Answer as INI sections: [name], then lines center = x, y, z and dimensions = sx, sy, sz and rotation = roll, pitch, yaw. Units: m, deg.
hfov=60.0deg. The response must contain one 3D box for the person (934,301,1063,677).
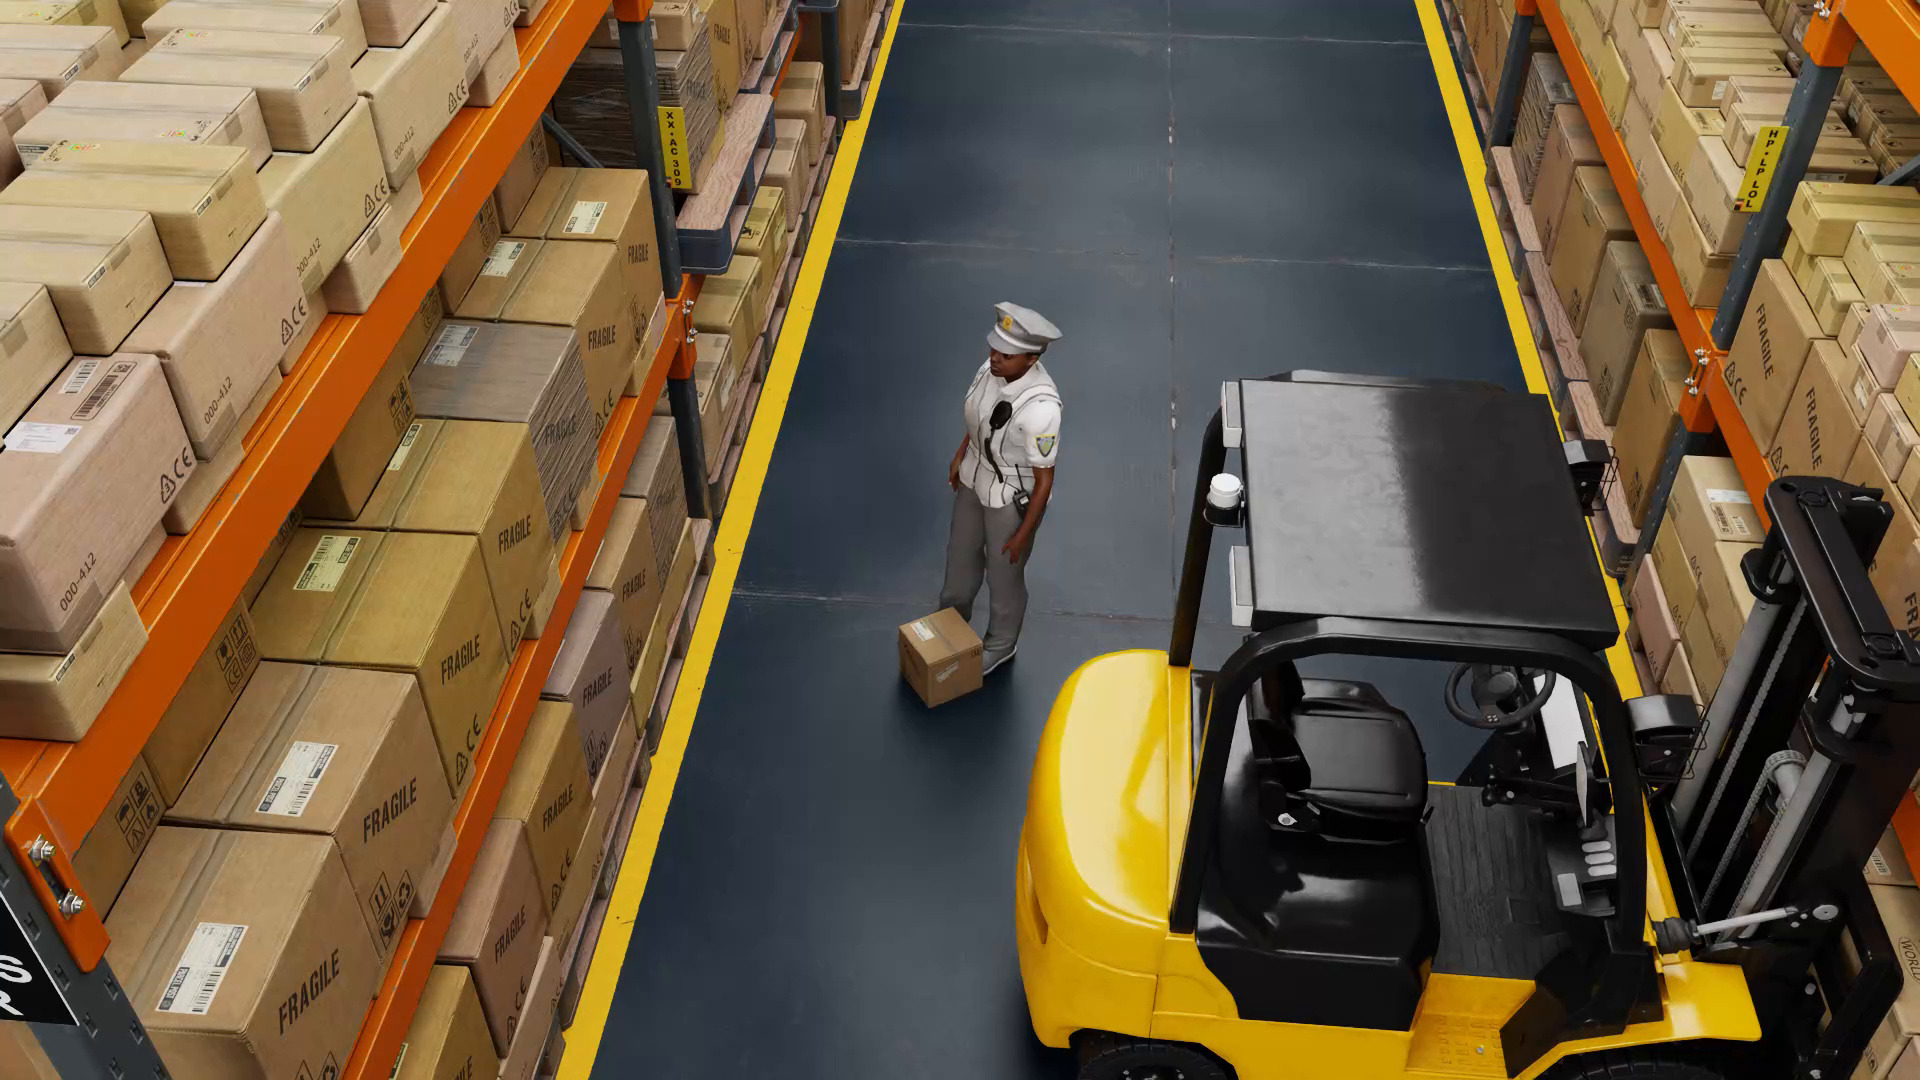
[person]
center = 0.090, -0.166, 6.312
dimensions = 0.529, 1.694, 0.569
rotation = -18, 44, -20
